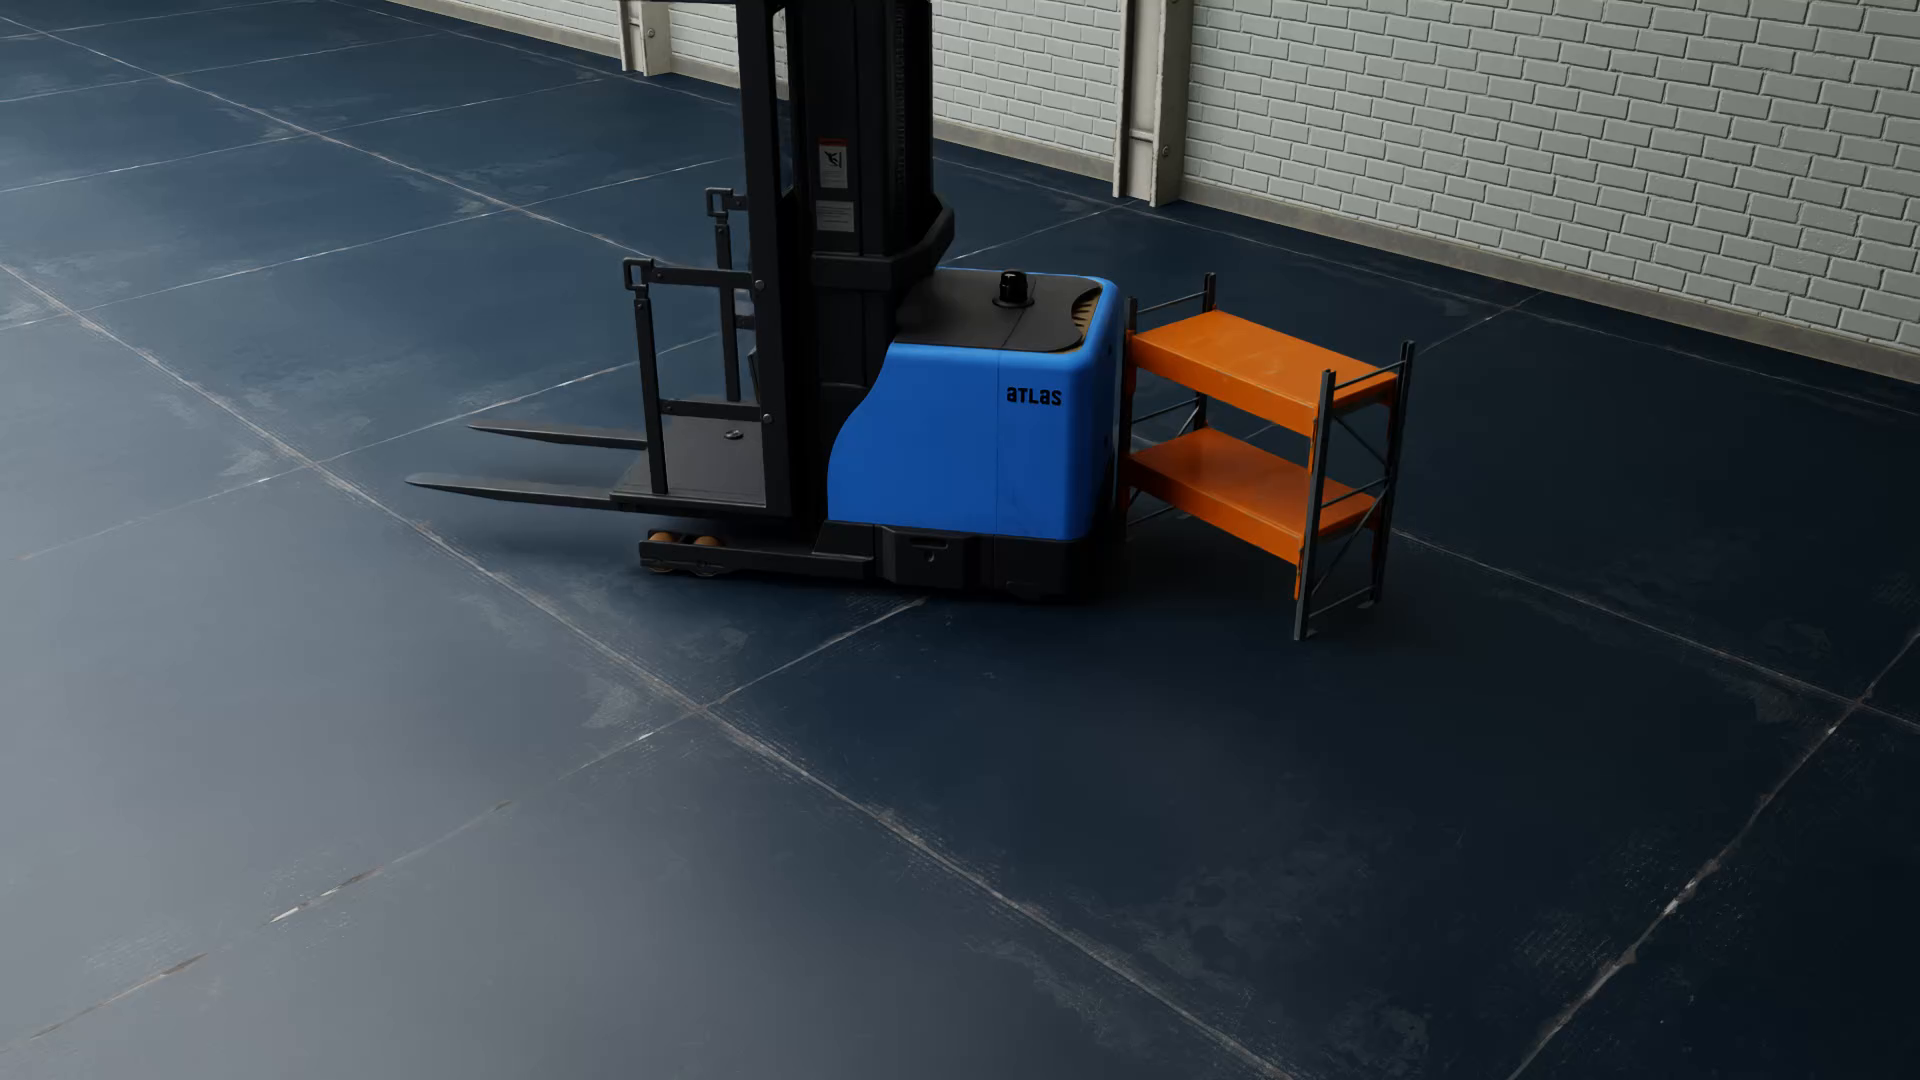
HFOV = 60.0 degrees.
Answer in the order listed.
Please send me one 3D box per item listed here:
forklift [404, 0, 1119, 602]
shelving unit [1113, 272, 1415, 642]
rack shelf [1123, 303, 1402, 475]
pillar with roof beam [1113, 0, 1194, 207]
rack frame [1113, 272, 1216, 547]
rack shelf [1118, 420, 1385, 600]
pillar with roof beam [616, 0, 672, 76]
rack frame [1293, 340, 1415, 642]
[{"bbox_3d":[-0.881,-1.376,6.718,3.031,2.935,1.130,5,28,10],"label":"forklift"},{"bbox_3d":[1.188,-0.361,6.729,0.538,1.125,1.048,-21,34,-34],"label":"shelving unit"},{"bbox_3d":[1.188,-0.621,6.593,0.538,0.278,1.000,-21,34,-34],"label":"rack shelf"},{"bbox_3d":[-1.676,-5.014,7.117,0.400,9.000,9.100,25,36,38],"label":"pillar with roof beam"},{"bbox_3d":[0.868,-0.545,7.078,0.500,1.125,0.032,-21,34,-34],"label":"rack frame"},{"bbox_3d":[1.188,-0.145,6.843,0.538,0.278,1.000,-21,34,-34],"label":"rack shelf"},{"bbox_3d":[-5.955,-6.972,10.840,0.400,9.000,9.100,25,36,38],"label":"pillar with roof beam"},{"bbox_3d":[1.508,-0.178,6.379,0.500,1.125,0.032,-21,34,-34],"label":"rack frame"}]
